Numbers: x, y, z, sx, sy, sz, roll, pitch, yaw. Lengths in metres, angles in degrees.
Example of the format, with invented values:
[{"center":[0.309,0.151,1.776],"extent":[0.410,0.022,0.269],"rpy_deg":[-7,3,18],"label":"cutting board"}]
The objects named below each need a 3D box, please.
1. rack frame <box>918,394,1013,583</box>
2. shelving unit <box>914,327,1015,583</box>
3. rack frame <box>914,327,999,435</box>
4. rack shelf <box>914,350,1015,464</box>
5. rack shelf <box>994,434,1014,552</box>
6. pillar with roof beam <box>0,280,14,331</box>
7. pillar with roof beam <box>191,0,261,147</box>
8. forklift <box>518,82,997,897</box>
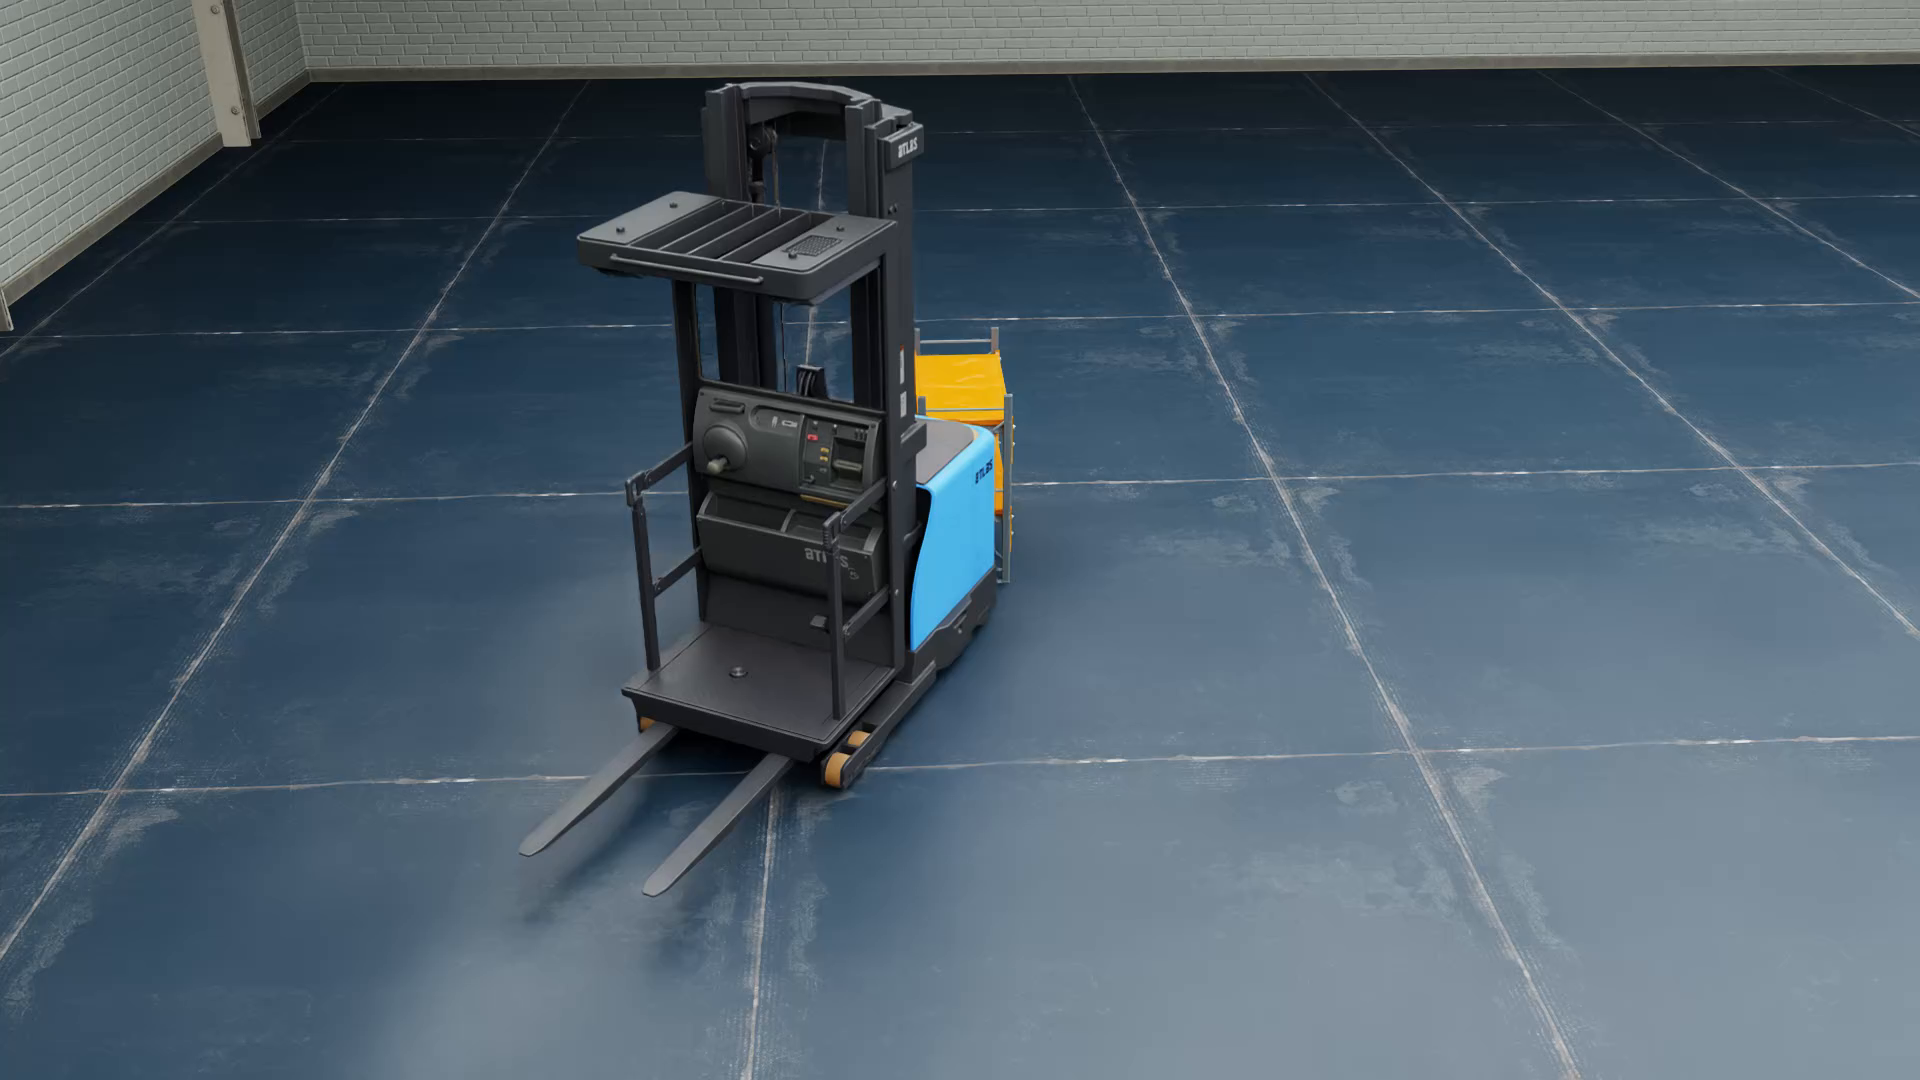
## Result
[{"center":[0.027,-0.261,9.034],"extent":[0.500,1.125,0.032],"rpy_deg":[-1,28,-3],"label":"rack frame"},{"center":[0.000,-0.496,9.484],"extent":[0.538,1.125,1.048],"rpy_deg":[-1,28,-3],"label":"shelving unit"},{"center":[-0.026,-0.730,9.934],"extent":[0.500,1.125,0.032],"rpy_deg":[-1,28,-3],"label":"rack frame"},{"center":[0.000,-0.755,9.349],"extent":[0.538,0.278,1.000],"rpy_deg":[-1,28,-3],"label":"rack shelf"},{"center":[0.000,-0.279,9.597],"extent":[0.538,0.278,1.000],"rpy_deg":[-1,28,-3],"label":"rack shelf"},{"center":[-3.181,-5.642,10.836],"extent":[9.100,9.000,0.400],"rpy_deg":[-1,28,-3],"label":"pillar with roof beam"},{"center":[-3.495,-8.413,16.149],"extent":[9.100,9.000,0.400],"rpy_deg":[-1,28,-3],"label":"pillar with roof beam"},{"center":[-0.879,-0.394,7.335],"extent":[1.130,2.935,3.031],"rpy_deg":[12,30,22],"label":"forklift"}]
